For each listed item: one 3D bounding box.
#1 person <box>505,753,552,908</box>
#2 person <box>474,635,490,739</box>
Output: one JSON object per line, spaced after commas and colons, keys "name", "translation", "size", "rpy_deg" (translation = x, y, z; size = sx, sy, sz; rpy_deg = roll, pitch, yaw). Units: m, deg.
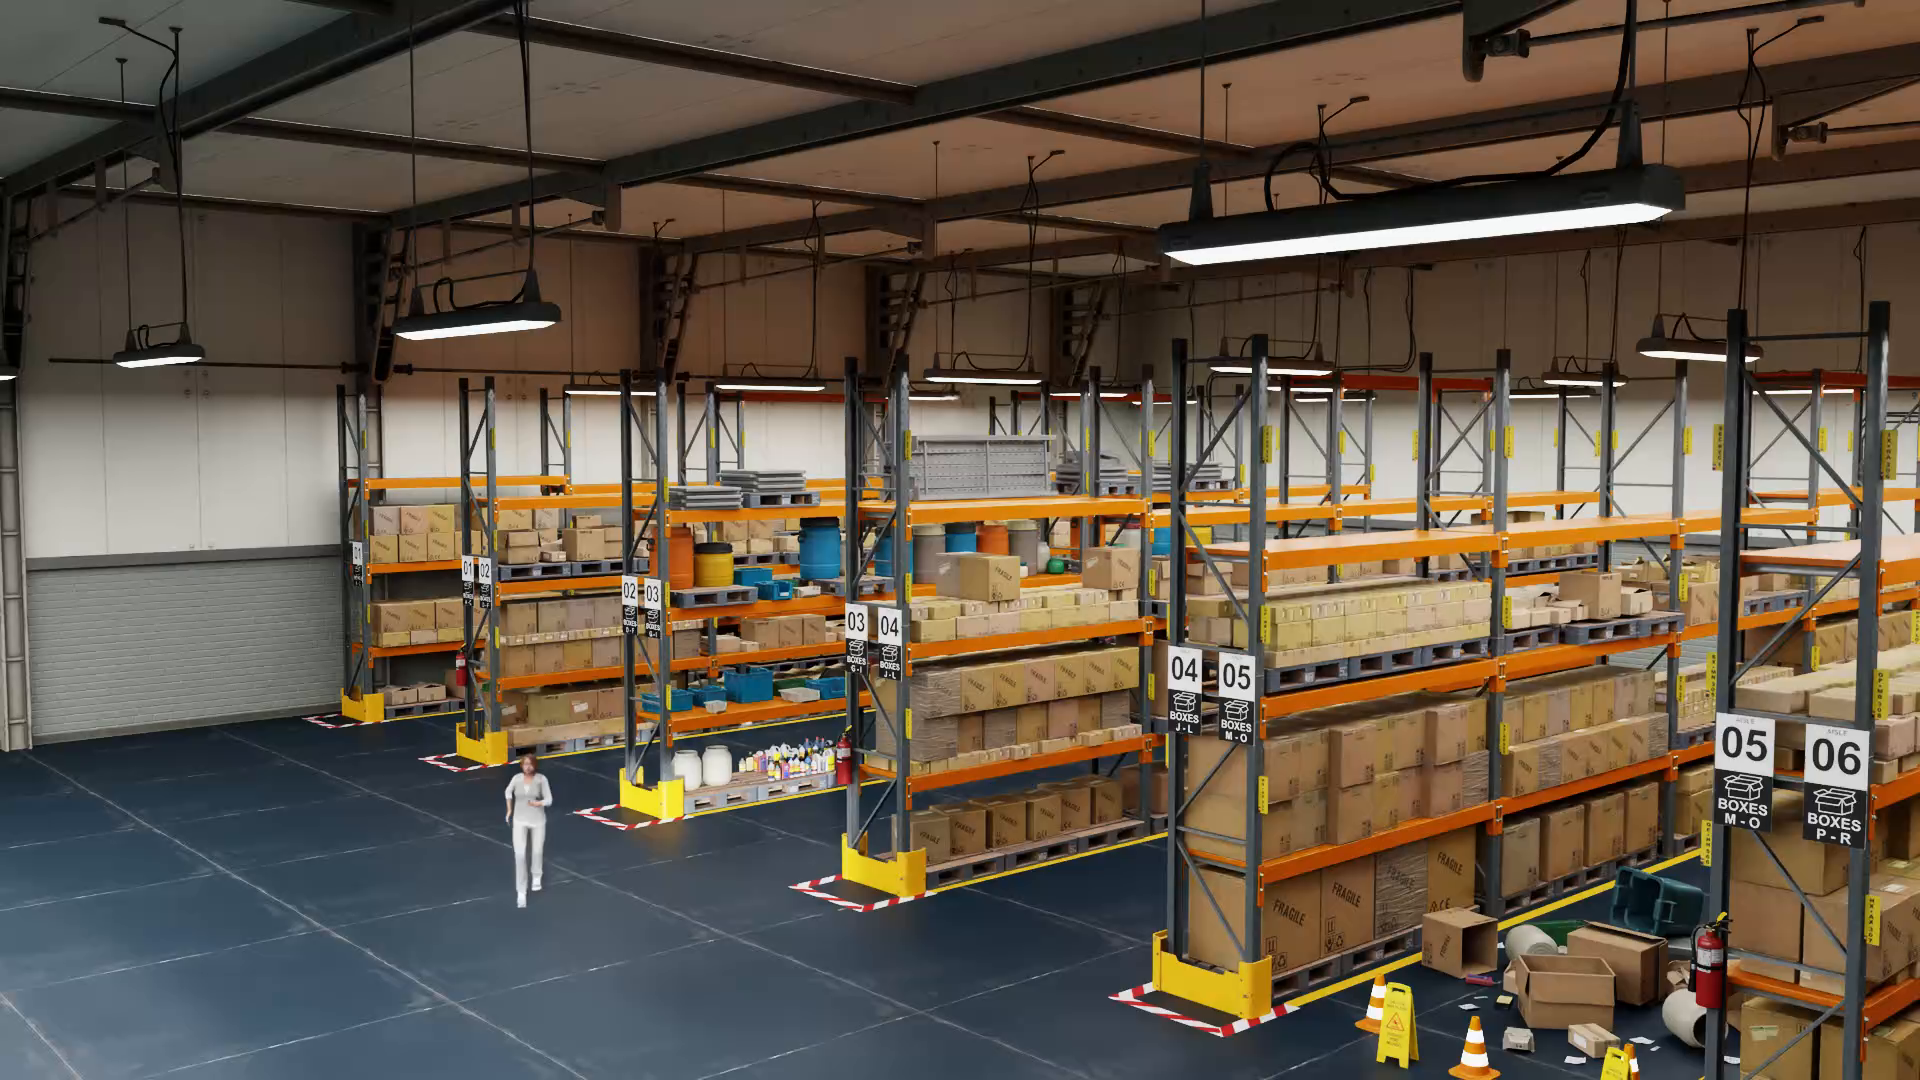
{"name": "person", "translation": [-4.744, 3.159, 18.302], "size": [0.510, 1.638, 0.728], "rpy_deg": [-1, 4, -12]}
{"name": "person", "translation": [-7.840, 2.420, 27.809], "size": [0.646, 1.814, 0.858], "rpy_deg": [3, 5, 35]}
